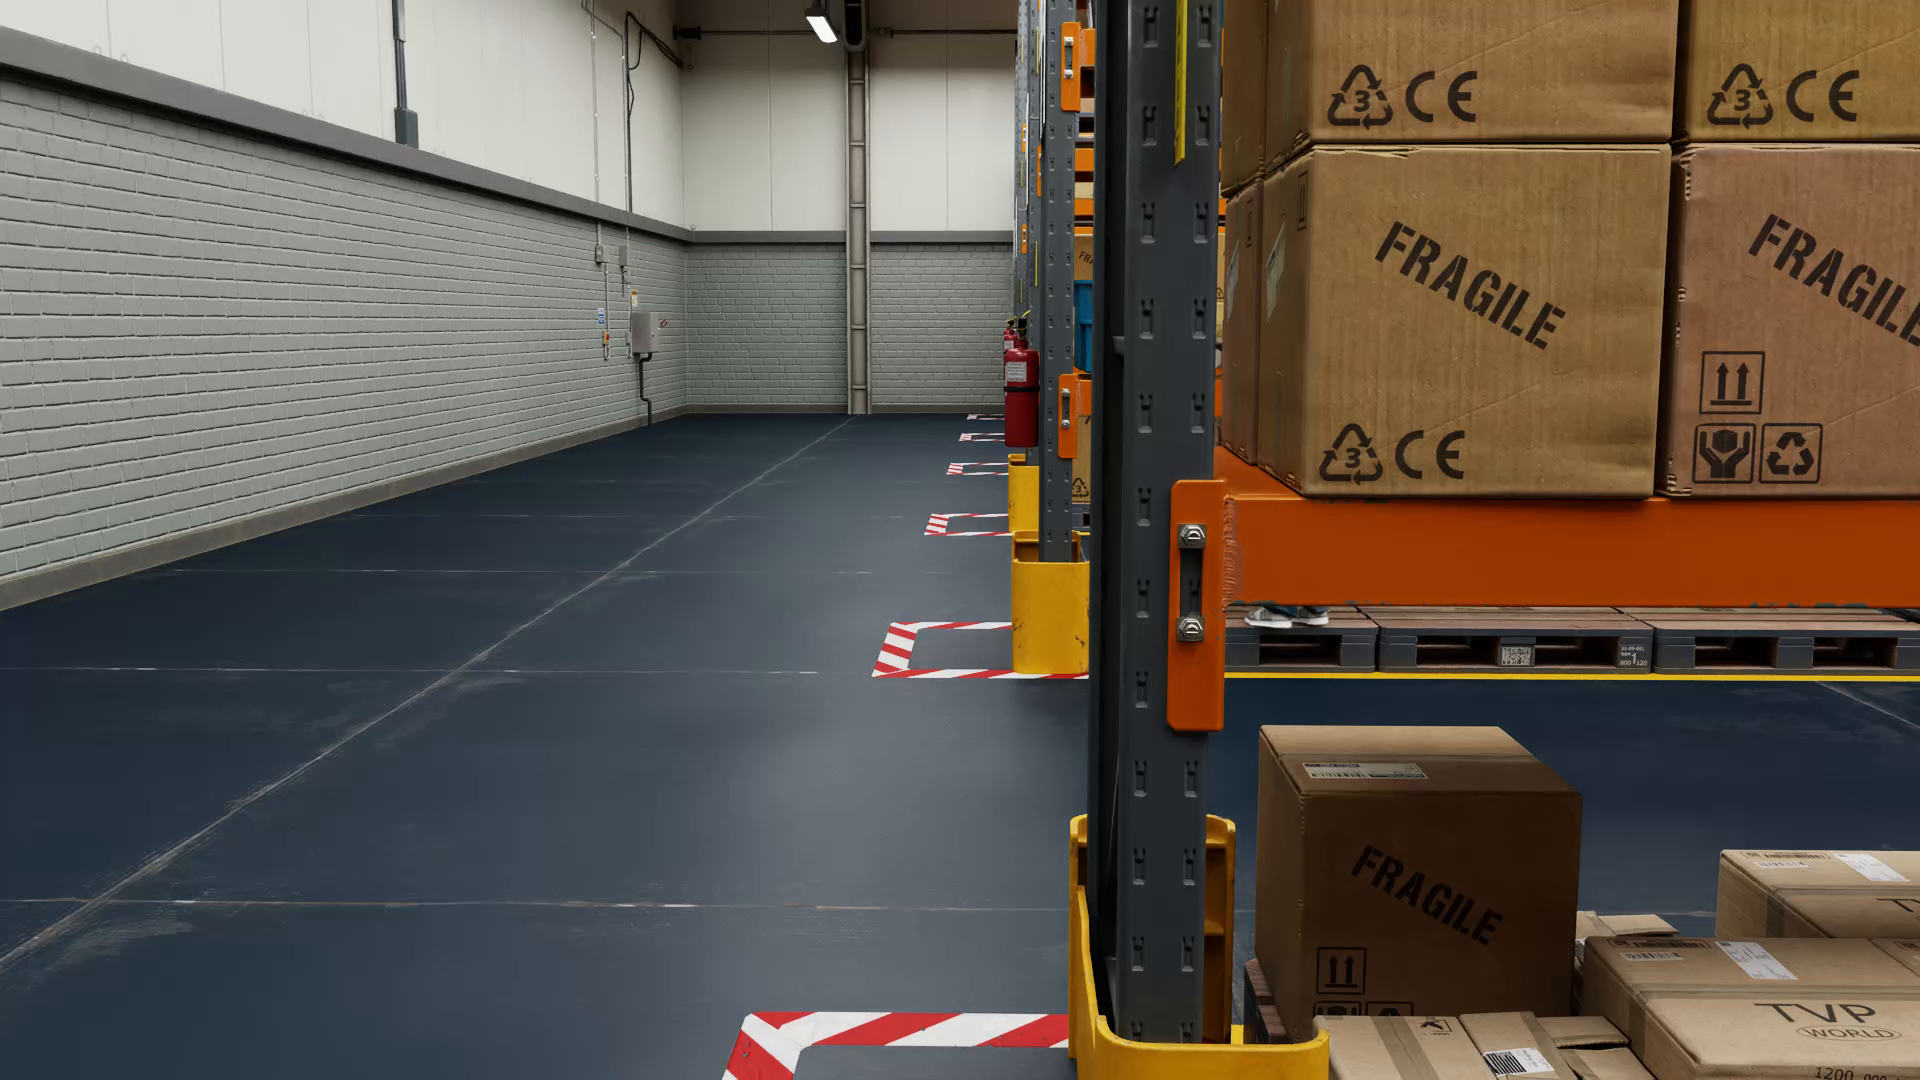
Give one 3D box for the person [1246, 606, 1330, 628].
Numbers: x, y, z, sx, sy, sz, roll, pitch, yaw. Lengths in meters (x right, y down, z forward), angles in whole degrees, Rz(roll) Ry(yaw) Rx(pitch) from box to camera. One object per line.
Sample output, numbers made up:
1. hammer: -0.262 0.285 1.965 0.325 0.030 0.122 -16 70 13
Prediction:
1. person: 1.414 -0.348 7.424 0.378 1.460 0.632 -4 8 -27
